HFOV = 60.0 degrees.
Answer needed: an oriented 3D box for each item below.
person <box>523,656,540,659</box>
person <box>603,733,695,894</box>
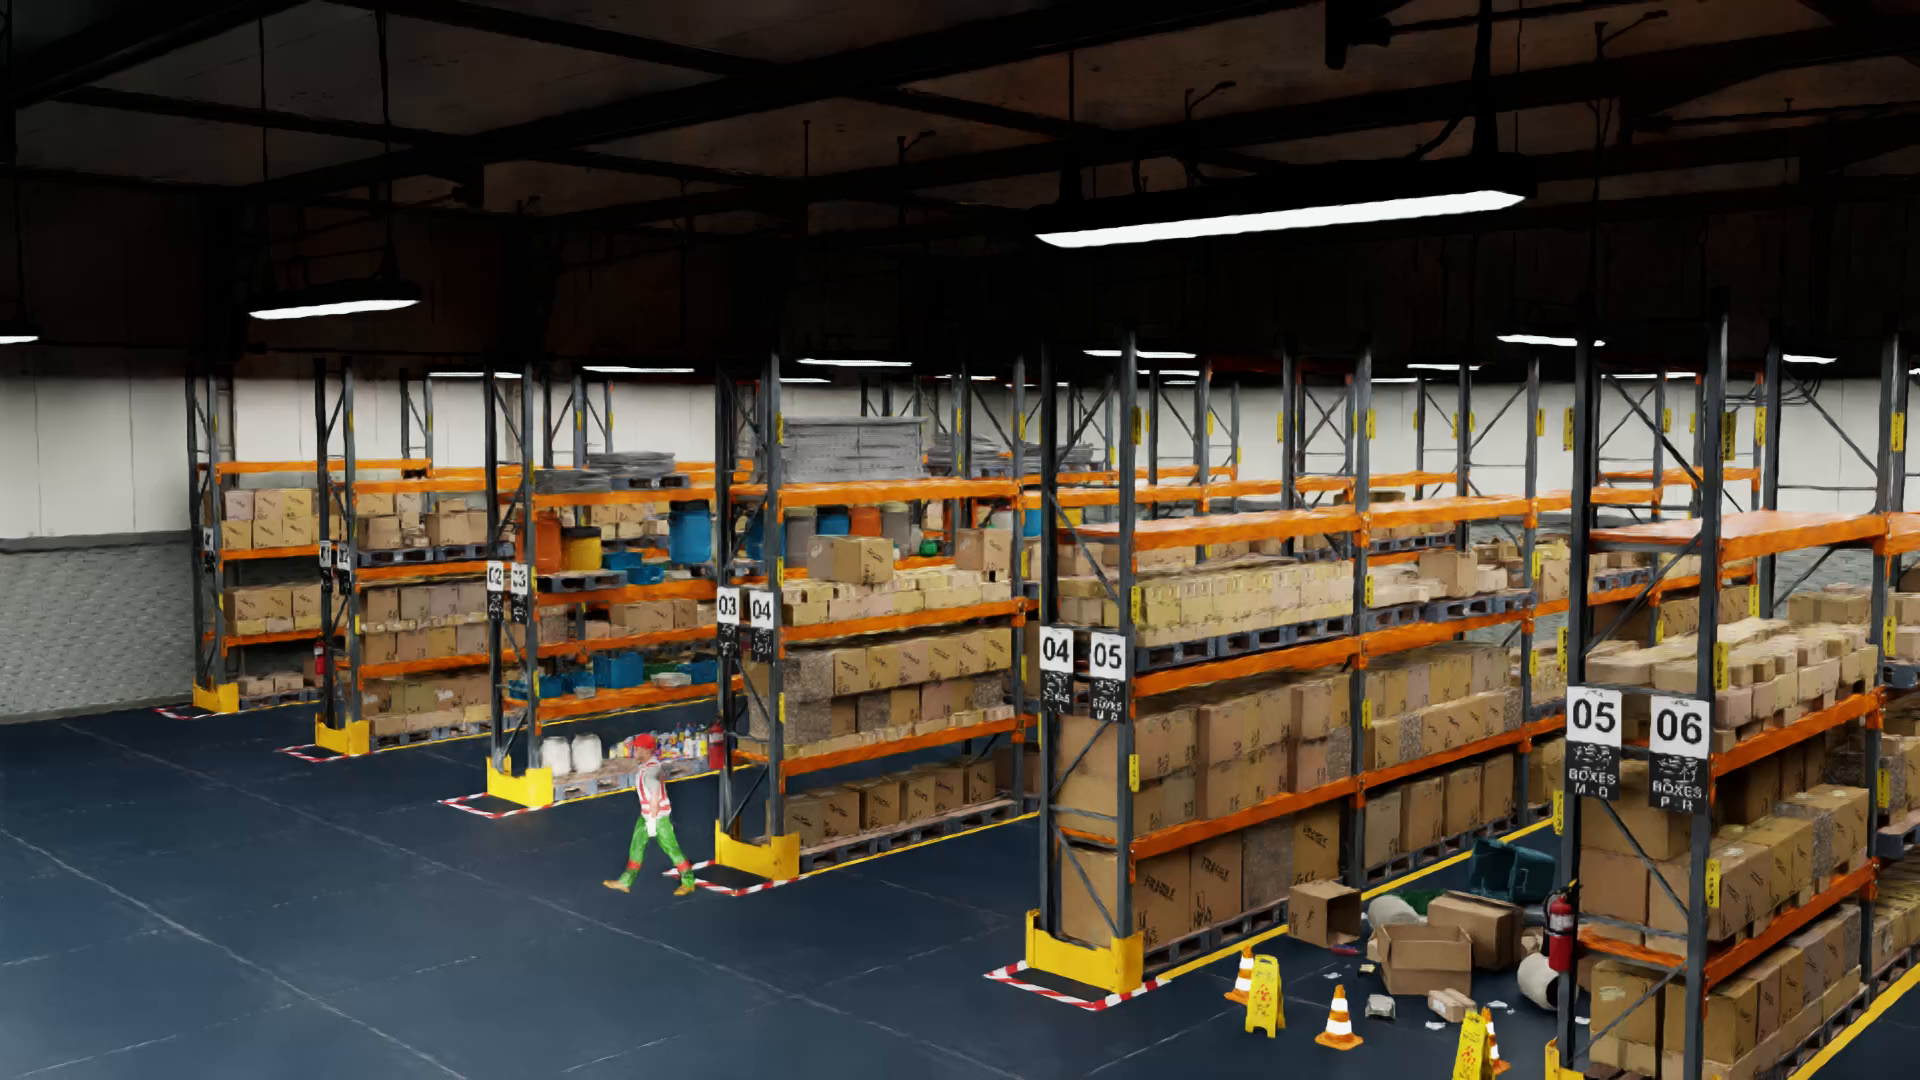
[{"bbox_3d":[-7.996,1.930,31.005,0.724,1.733,0.546,4,6,43],"label":"person"},{"bbox_3d":[-3.329,2.930,17.791,0.944,1.744,0.593,-1,5,-19],"label":"person"}]
